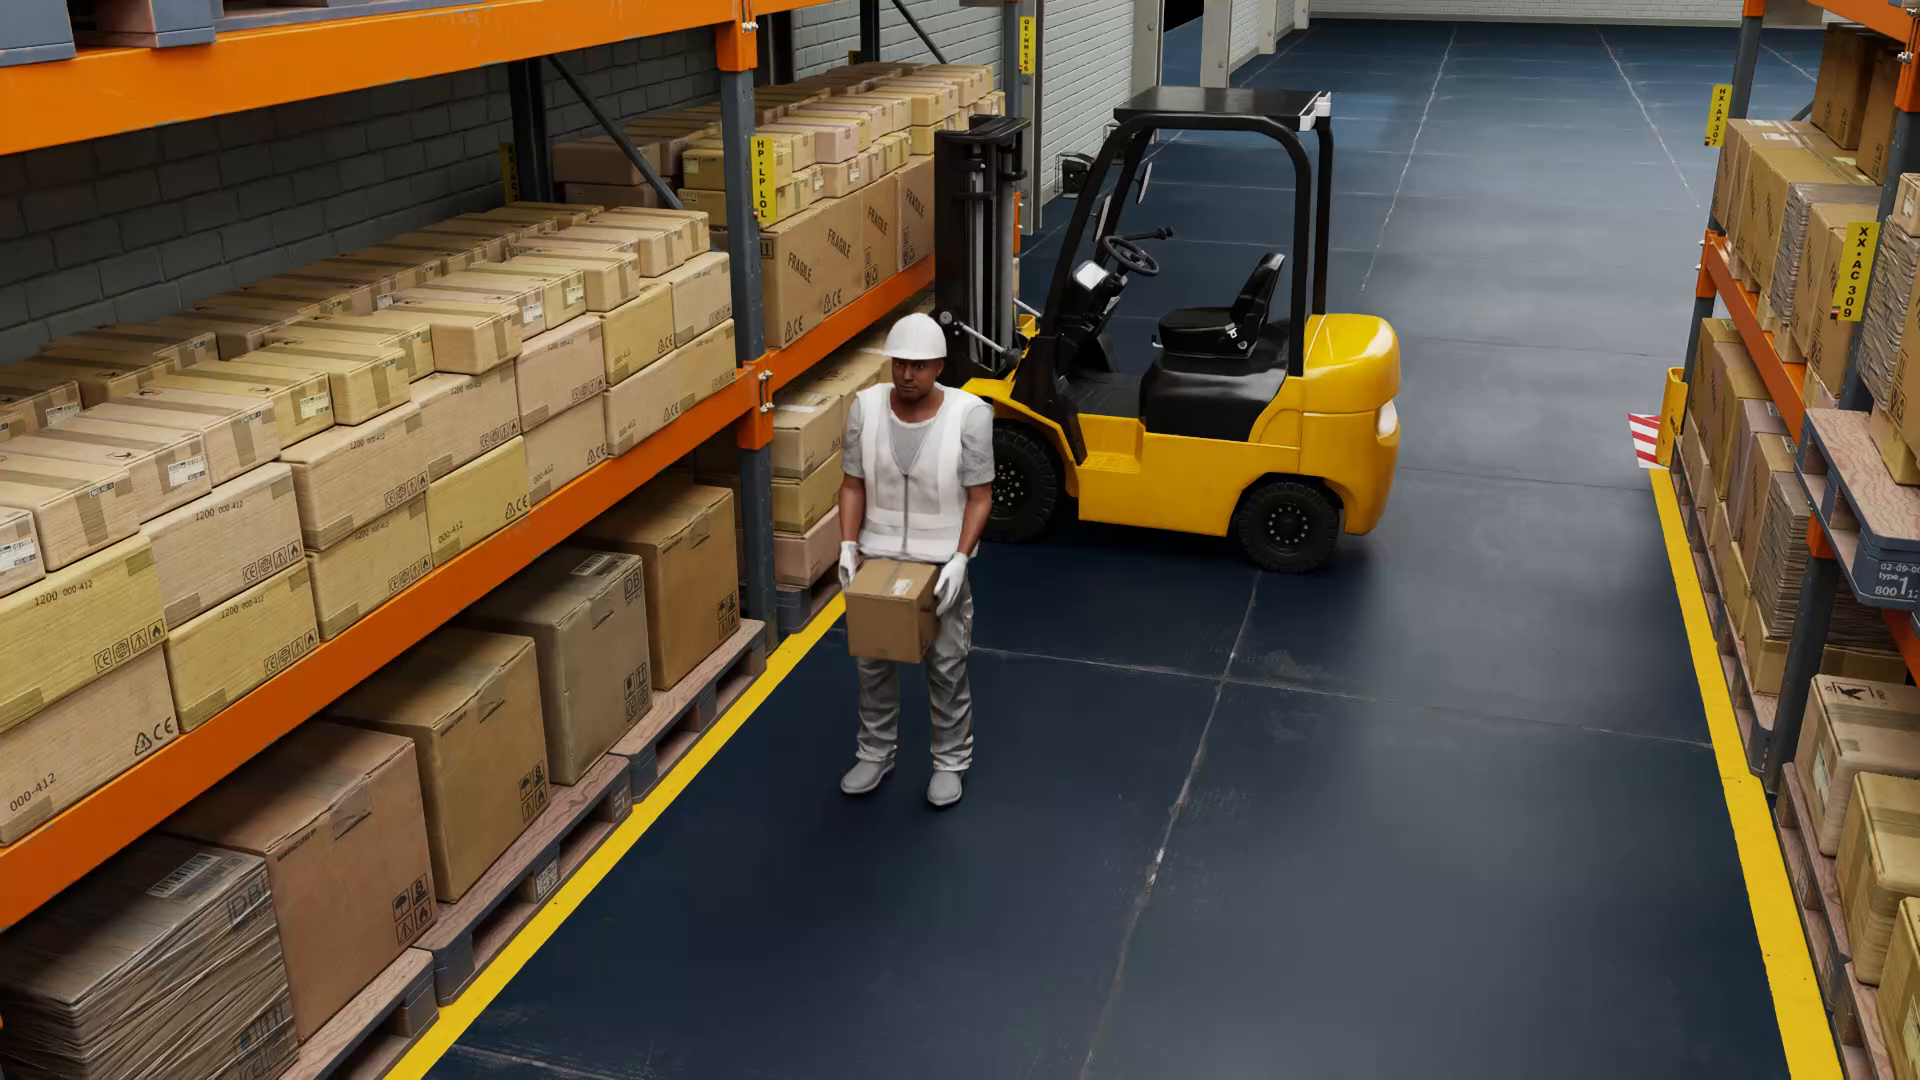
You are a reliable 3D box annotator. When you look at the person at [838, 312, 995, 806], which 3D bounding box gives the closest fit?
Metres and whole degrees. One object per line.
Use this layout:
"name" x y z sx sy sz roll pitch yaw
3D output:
"person" -0.163 0.082 5.850 0.555 1.787 0.469 6 23 15
